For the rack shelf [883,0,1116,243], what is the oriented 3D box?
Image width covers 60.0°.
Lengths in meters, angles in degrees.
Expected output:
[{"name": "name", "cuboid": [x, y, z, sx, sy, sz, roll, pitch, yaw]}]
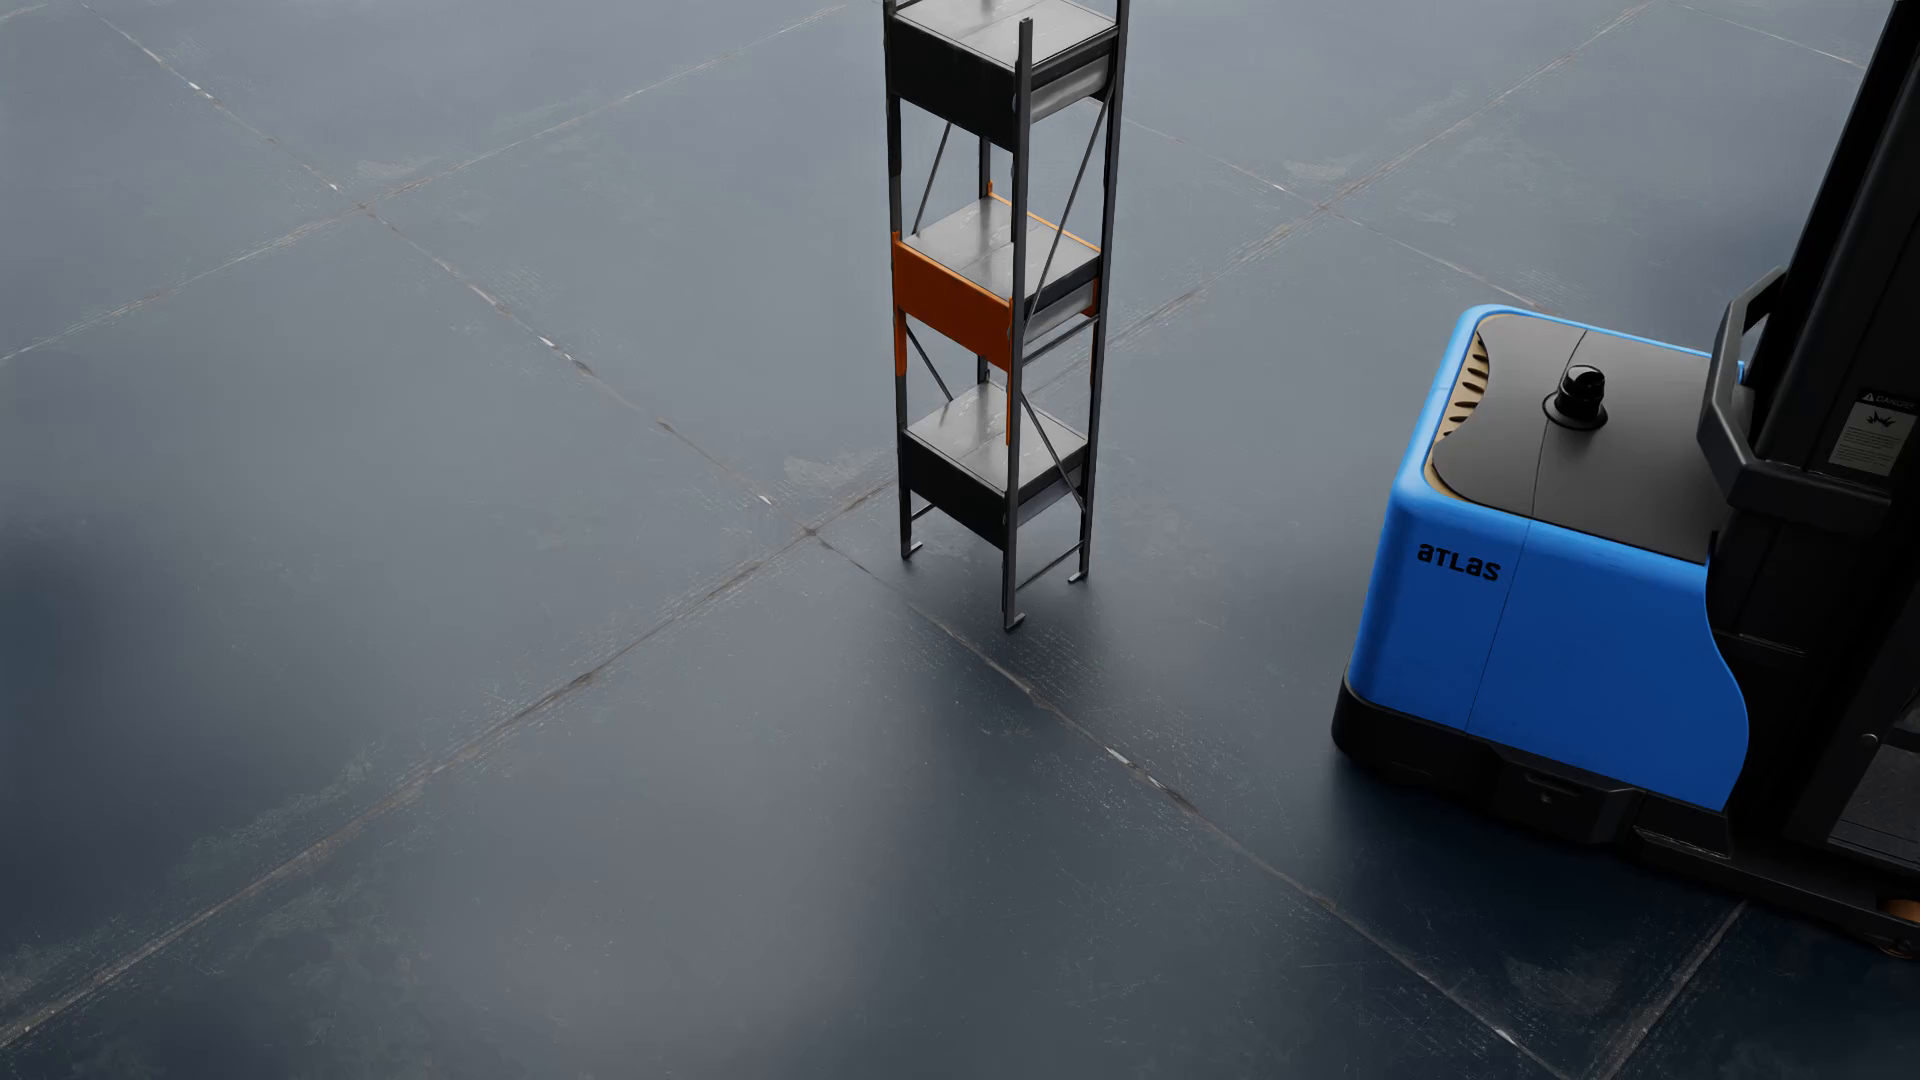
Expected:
[{"name": "rack shelf", "cuboid": [0.117, -1.196, 4.486, 0.431, 0.518, 0.480, -34, 53, -31]}]

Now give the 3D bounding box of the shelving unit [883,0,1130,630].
[{"name": "shelving unit", "cuboid": [0.117, -0.692, 4.951, 0.431, 2.100, 0.503, -34, 53, -31]}]

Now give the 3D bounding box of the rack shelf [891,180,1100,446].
[{"name": "rack shelf", "cuboid": [0.117, -0.682, 4.961, 0.431, 0.518, 0.480, -34, 53, -31]}]

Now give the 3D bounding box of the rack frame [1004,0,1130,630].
[{"name": "rack frame", "cuboid": [0.289, -0.574, 4.824, 0.400, 2.100, 0.015, -34, 53, -31]}]

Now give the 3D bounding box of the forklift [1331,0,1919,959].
[{"name": "forklift", "cuboid": [2.681, -0.301, 3.916, 3.031, 2.935, 1.130, 17, 45, 18]}]

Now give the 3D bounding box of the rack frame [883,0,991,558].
[{"name": "rack frame", "cuboid": [-0.055, -0.809, 5.078, 0.400, 2.100, 0.015, -34, 53, -31]}]

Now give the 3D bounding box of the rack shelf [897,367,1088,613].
[{"name": "rack shelf", "cuboid": [0.117, -0.167, 5.436, 0.431, 0.518, 0.480, -34, 53, -31]}]
